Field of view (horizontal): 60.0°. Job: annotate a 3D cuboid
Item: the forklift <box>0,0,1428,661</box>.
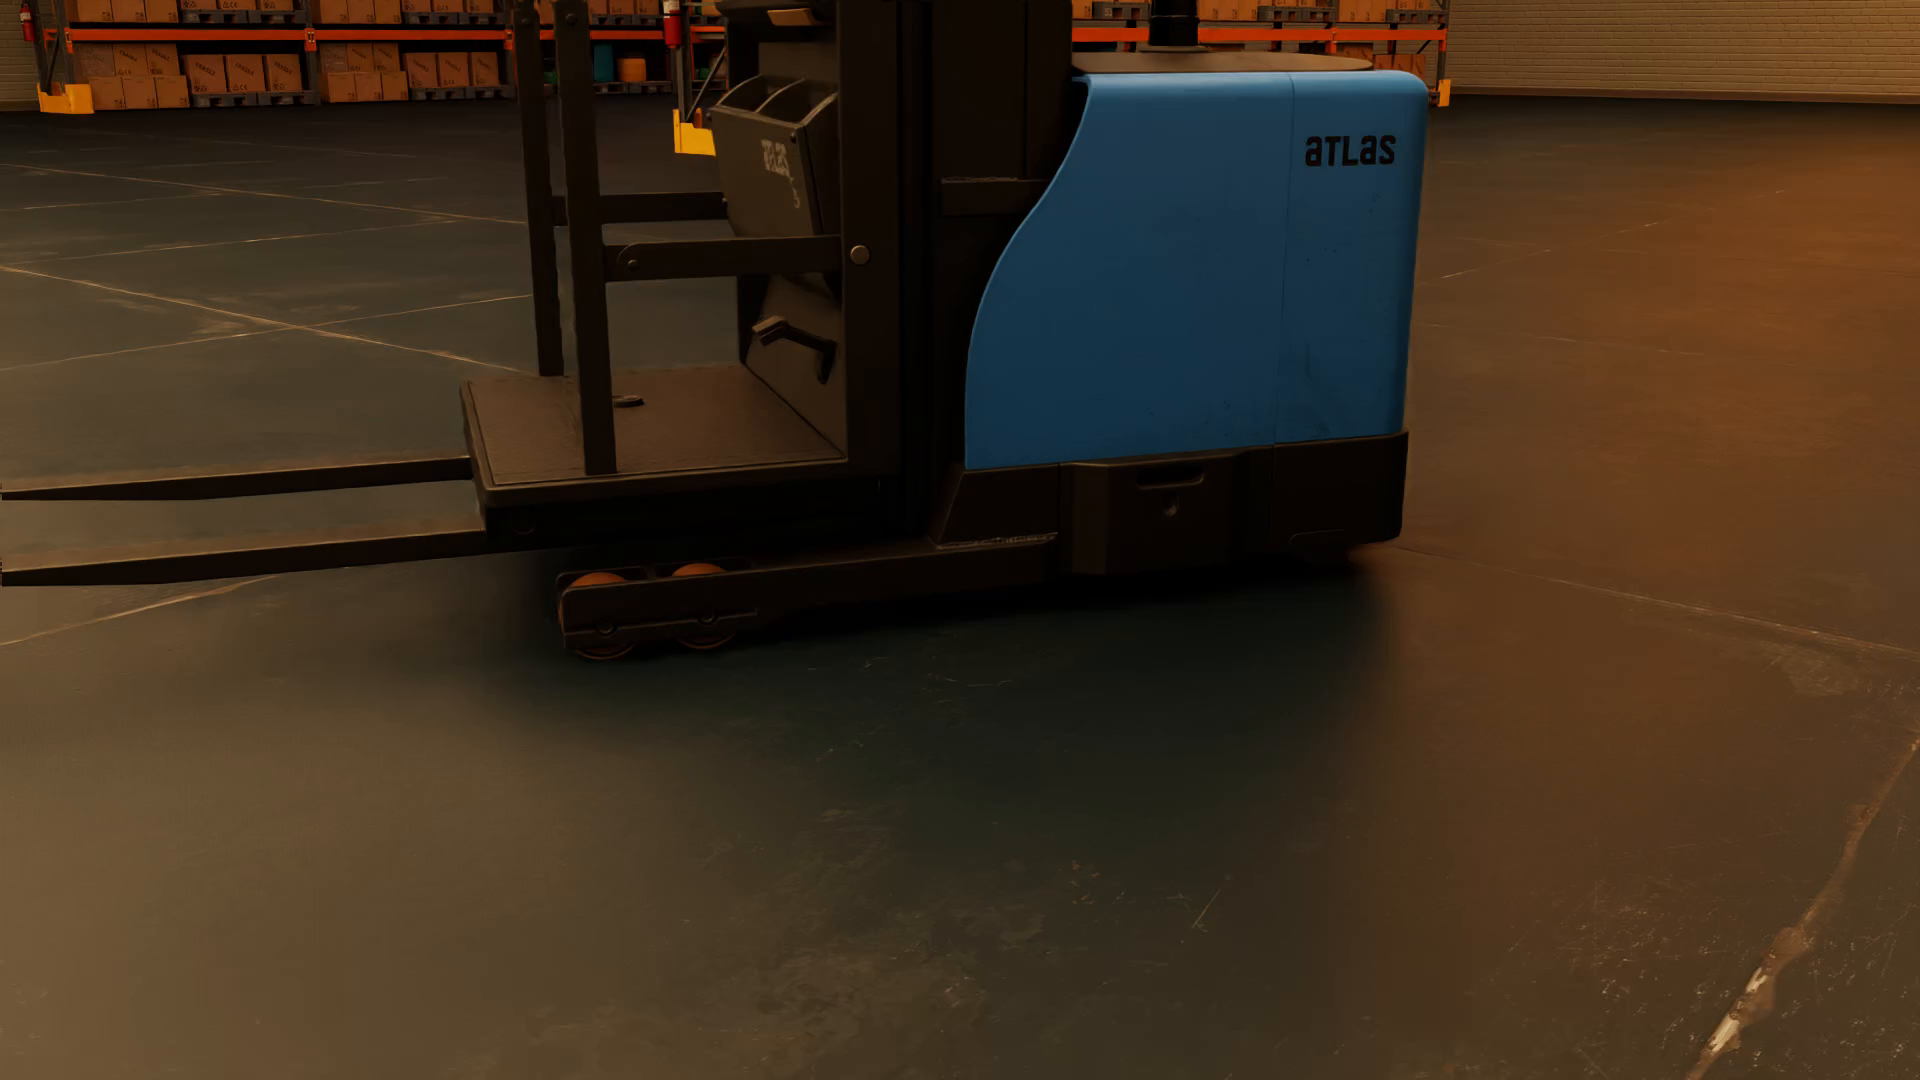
[{"bbox_3d":[-0.579,-1.343,3.322,3.031,2.935,1.130,-6,18,-18],"label":"forklift"}]
